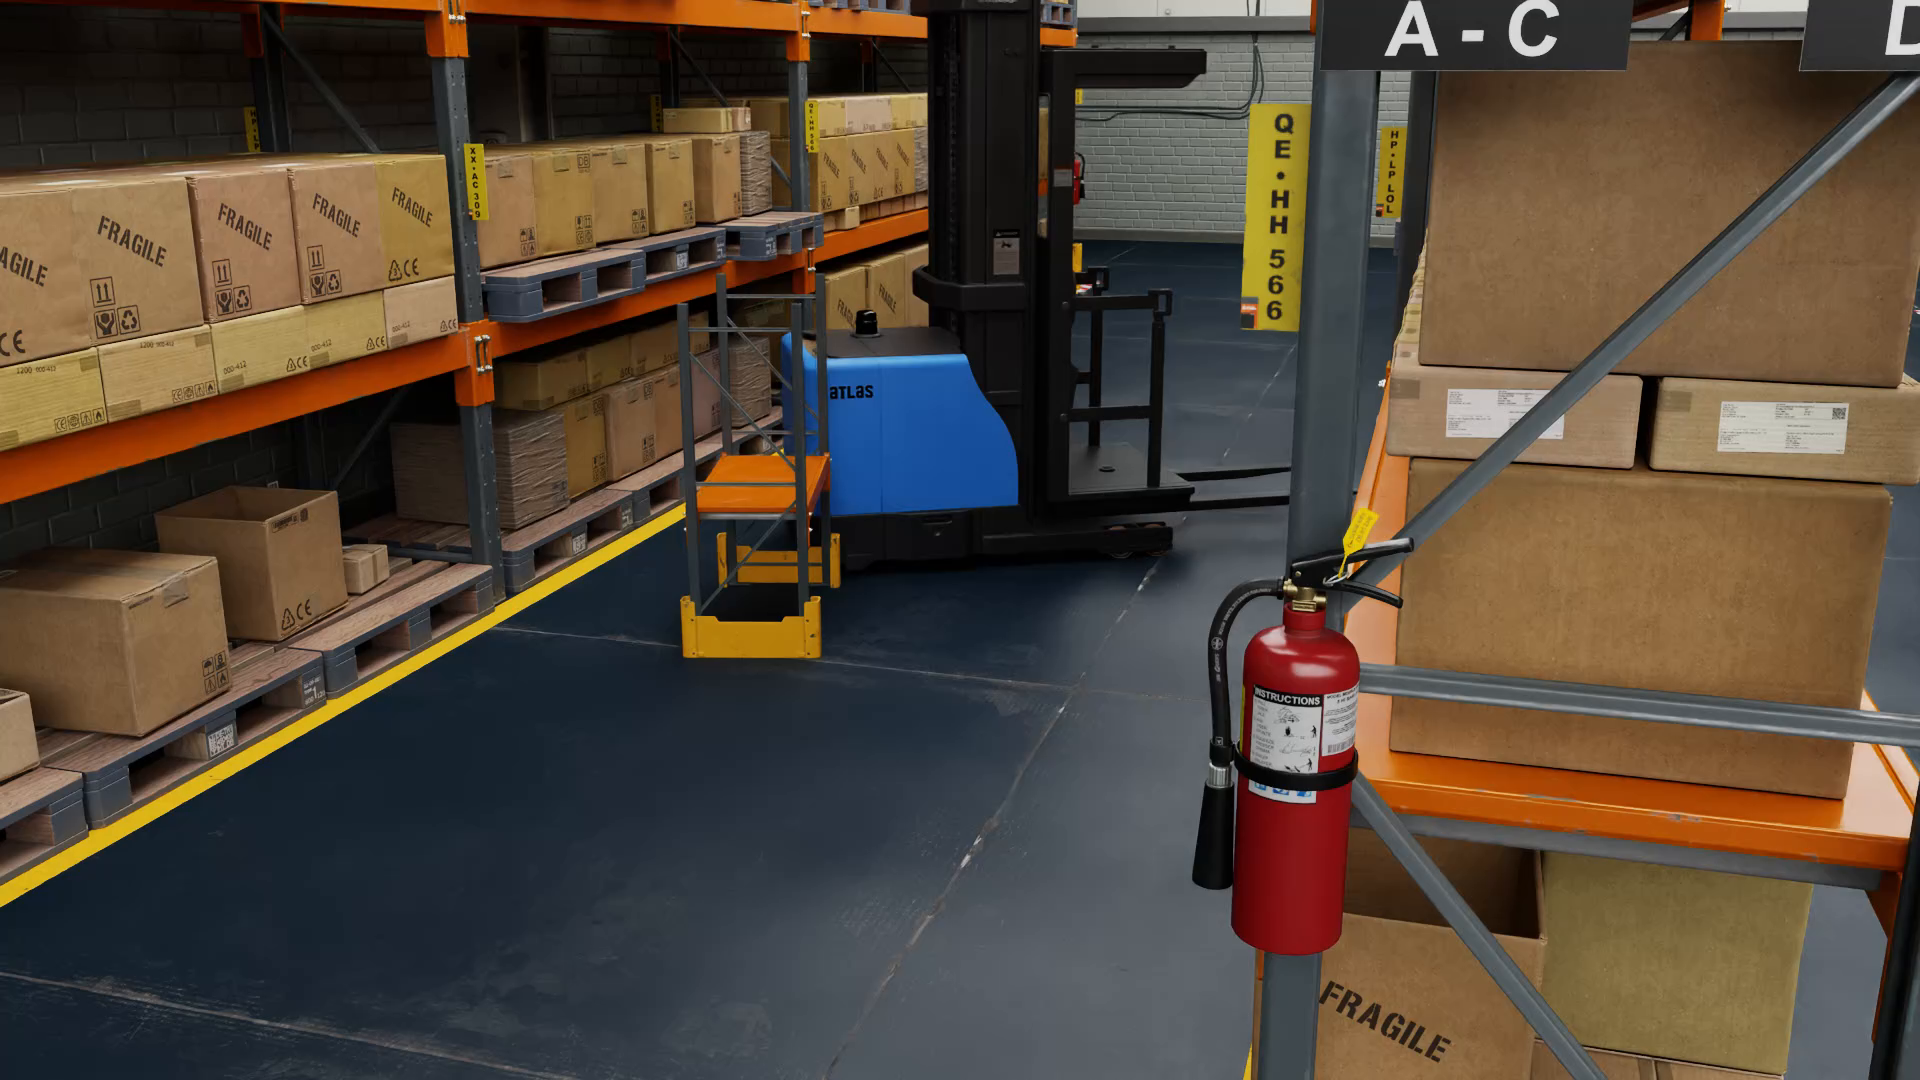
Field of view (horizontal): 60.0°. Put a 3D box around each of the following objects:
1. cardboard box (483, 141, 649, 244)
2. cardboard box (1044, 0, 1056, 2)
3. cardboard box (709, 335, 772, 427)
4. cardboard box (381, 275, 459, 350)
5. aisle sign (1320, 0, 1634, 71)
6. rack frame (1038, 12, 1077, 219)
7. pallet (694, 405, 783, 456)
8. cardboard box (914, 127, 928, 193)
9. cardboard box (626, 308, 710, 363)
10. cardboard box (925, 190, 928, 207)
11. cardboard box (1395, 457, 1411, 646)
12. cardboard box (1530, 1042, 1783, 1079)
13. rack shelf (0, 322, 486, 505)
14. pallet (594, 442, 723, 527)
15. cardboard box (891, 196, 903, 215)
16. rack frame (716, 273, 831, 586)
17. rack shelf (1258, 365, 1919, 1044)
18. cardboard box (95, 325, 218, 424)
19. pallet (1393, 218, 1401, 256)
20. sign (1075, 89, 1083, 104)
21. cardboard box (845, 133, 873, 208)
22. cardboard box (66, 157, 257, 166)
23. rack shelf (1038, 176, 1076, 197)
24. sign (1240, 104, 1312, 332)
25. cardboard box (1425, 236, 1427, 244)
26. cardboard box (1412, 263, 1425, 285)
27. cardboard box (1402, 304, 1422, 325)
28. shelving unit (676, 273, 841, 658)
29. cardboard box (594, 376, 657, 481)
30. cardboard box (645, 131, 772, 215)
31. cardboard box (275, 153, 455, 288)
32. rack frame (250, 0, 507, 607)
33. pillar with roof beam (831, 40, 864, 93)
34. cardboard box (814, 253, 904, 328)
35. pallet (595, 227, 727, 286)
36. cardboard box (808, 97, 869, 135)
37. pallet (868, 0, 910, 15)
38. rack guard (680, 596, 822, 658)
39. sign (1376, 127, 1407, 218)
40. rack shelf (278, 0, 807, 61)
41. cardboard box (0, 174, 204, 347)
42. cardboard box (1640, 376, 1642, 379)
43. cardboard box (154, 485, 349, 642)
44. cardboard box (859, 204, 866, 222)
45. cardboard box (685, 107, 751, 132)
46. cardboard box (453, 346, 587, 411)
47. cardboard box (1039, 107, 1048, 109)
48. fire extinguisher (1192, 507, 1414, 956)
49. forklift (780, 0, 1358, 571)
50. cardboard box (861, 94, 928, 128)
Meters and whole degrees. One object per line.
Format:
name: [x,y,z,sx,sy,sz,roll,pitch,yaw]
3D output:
cardboard box: [-2.131,-1.892,9.013,0.700,0.500,0.500,7,17,24]
cardboard box: [0.679,-5.593,16.877,0.500,0.250,0.500,4,16,14]
cardboard box: [-1.649,-1.044,10.789,0.700,0.500,0.500,5,17,17]
cardboard box: [-2.475,-0.971,6.995,0.500,0.250,0.500,5,16,16]
aisle sign: [0.683,-1.008,2.121,0.394,0.787,0.004,5,16,16]
rack frame: [0.779,-4.321,18.565,1.000,3.000,0.127,5,16,16]
pallet: [-1.718,-0.682,10.846,1.003,0.211,1.213,5,16,16]
cardboard box: [-0.533,-3.070,13.390,0.500,0.500,0.500,5,16,16]
cardboard box: [-1.871,-1.261,10.178,0.500,0.250,0.500,5,17,17]
cardboard box: [-0.367,-2.847,13.792,0.380,0.149,0.250,5,16,16]
cardboard box: [1.272,-0.059,3.355,0.700,0.500,0.500,5,17,17]
cardboard box: [1.349,1.246,3.208,0.500,0.250,0.500,5,16,16]
rack shelf: [-3.199,-0.312,5.750,1.077,0.370,4.000,5,16,16]
pallet: [-2.066,-0.364,9.725,1.003,0.211,1.213,5,16,16]
cardboard box: [-0.672,-2.655,13.116,0.380,0.149,0.250,5,17,18]
rack frame: [-0.873,-0.504,7.857,0.500,1.500,0.032,0,16,1]
rack shelf: [1.551,0.071,4.399,1.077,0.370,4.000,5,16,16]
cardboard box: [-2.894,-0.577,5.605,0.500,0.250,0.500,5,17,16]
pallet: [3.382,-1.935,10.506,1.213,0.211,1.003,5,16,16]
sign: [1.296,-4.946,18.214,0.100,0.325,0.005,5,16,16]
cardboard box: [-0.953,-2.672,11.988,0.500,0.500,0.500,5,17,18]
cardboard box: [-3.115,-1.238,6.560,0.500,0.500,0.500,5,16,16]
rack shelf: [0.211,-3.451,16.819,1.077,0.370,4.000,5,16,16]
sign: [0.467,-0.468,2.427,0.100,0.325,0.005,5,16,16]
cardboard box: [1.495,-0.765,4.659,0.380,0.149,0.250,4,16,14]
cardboard box: [1.275,-0.565,3.953,0.380,0.149,0.250,5,17,17]
cardboard box: [1.054,-0.362,3.236,0.380,0.149,0.250,4,16,15]
shelving unit: [-0.879,-0.368,7.377,0.587,1.500,1.083,0,16,1]
cardboard box: [-2.155,-0.654,9.411,0.700,0.500,0.500,5,17,17]
cardboard box: [-1.618,-2.364,10.676,0.700,0.500,0.500,3,16,9]
cardboard box: [-2.469,-1.332,6.891,0.500,0.500,0.500,5,16,16]
rack frame: [-2.631,-1.181,7.497,1.000,3.000,0.127,5,16,16]
pillar with roof beam: [3.140,-6.077,13.762,9.100,9.000,0.400,5,16,16]
cardboard box: [-0.904,-1.806,12.871,0.750,0.750,0.750,5,16,16]
pallet: [-2.017,-1.614,9.375,1.003,0.211,1.213,5,16,16]
cardboard box: [-0.966,-3.029,11.871,0.500,0.250,0.500,4,16,15]
pallet: [-1.047,-4.045,12.443,1.003,0.211,1.213,5,17,18]
rack guard: [-0.886,0.370,7.068,0.587,0.250,0.087,0,16,1]
sign: [1.597,-1.356,6.138,0.100,0.325,0.005,5,16,16]
rack shelf: [-2.063,-2.801,9.030,1.077,0.370,4.000,5,16,16]
cardboard box: [-2.906,-0.934,5.488,0.500,0.500,0.500,5,17,18]
cardboard box: [1.373,-0.267,2.901,0.380,0.149,0.250,4,16,14]
cardboard box: [-2.887,0.084,6.809,0.500,0.500,0.500,3,16,12]
cardboard box: [-0.923,-2.457,12.418,0.380,0.149,0.250,5,17,17]
cardboard box: [-1.563,-2.707,10.698,0.380,0.149,0.250,2,16,9]
cardboard box: [-2.316,-0.860,8.766,0.500,0.250,0.500,4,16,15]
cardboard box: [0.644,-4.331,18.051,0.980,0.700,0.700,5,17,18]
fire extinguisher: [0.504,0.281,2.485,0.296,0.674,0.183,5,16,16]
forklift: [0.613,-1.450,8.569,3.031,2.935,1.130,-4,16,-13]
cardboard box: [-0.544,-3.427,13.276,0.500,0.250,0.500,5,17,17]
